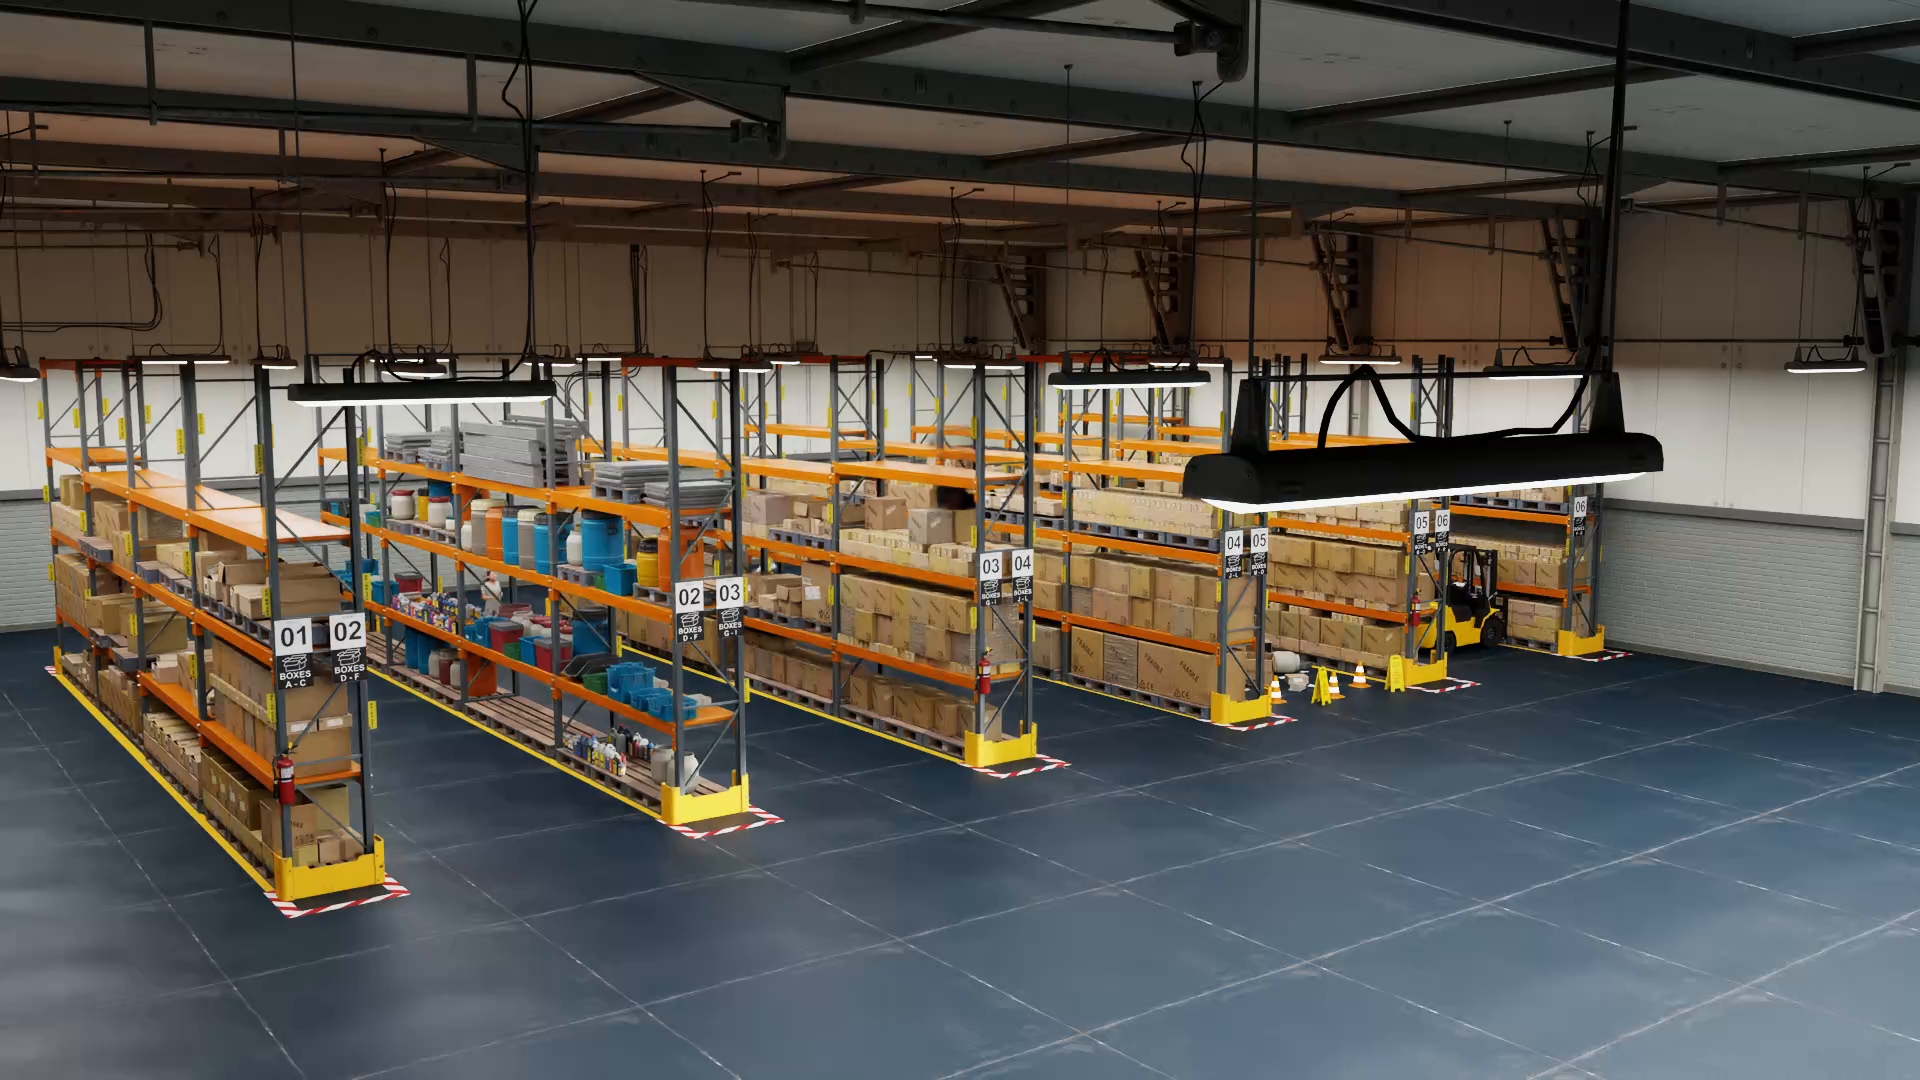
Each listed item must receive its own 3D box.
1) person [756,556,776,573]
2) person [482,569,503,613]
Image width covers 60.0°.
[{"bbox_3d":[-4.371,1.094,37.301,0.643,1.538,0.919,-5,8,-36],"label":"person"},{"bbox_3d":[-9.506,1.440,33.870,0.733,1.716,0.552,7,9,43],"label":"person"}]
